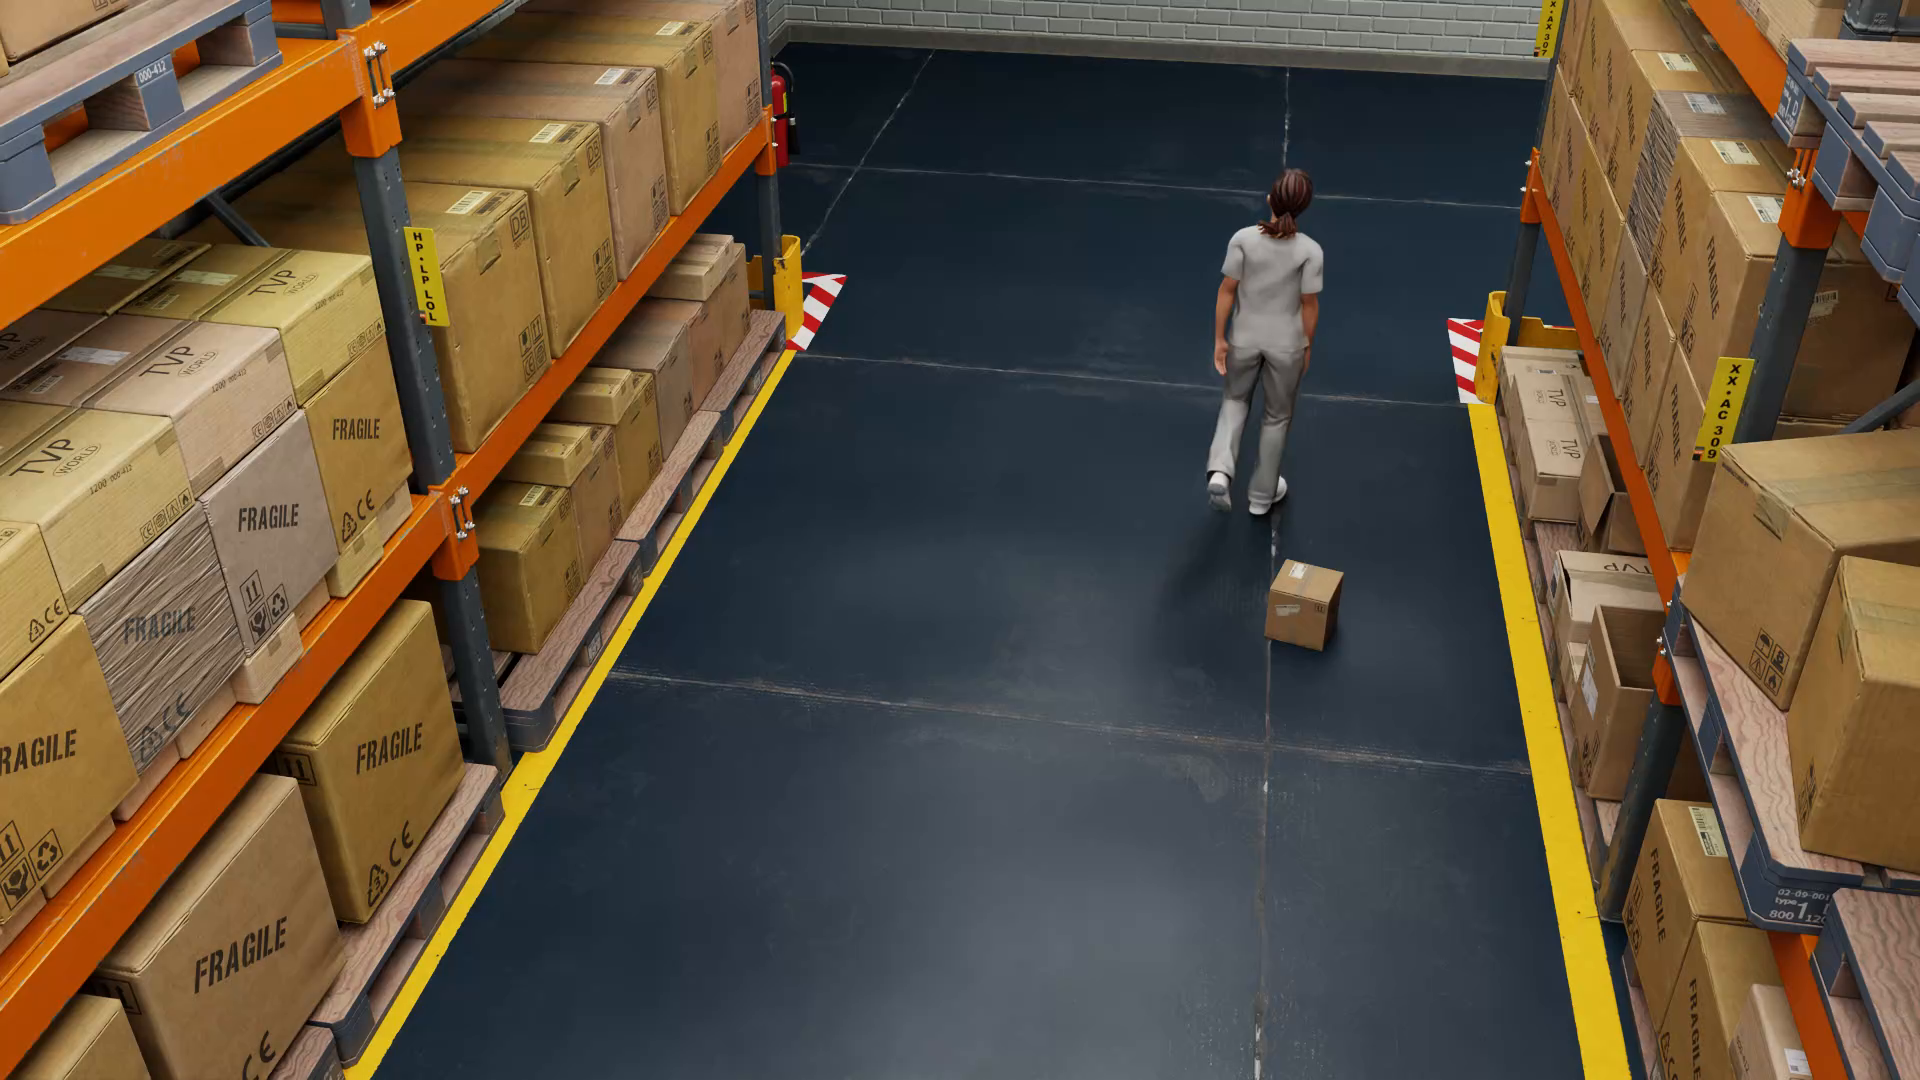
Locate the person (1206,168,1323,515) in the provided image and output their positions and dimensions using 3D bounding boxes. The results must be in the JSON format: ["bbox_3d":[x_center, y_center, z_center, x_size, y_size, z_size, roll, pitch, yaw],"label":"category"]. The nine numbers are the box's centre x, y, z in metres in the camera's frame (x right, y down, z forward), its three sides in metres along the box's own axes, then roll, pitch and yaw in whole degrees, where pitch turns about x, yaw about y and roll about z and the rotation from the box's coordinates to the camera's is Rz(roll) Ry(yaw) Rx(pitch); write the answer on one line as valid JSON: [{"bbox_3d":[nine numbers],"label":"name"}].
[{"bbox_3d":[1.346,-0.830,7.435,0.449,1.635,0.557,13,35,19],"label":"person"}]
